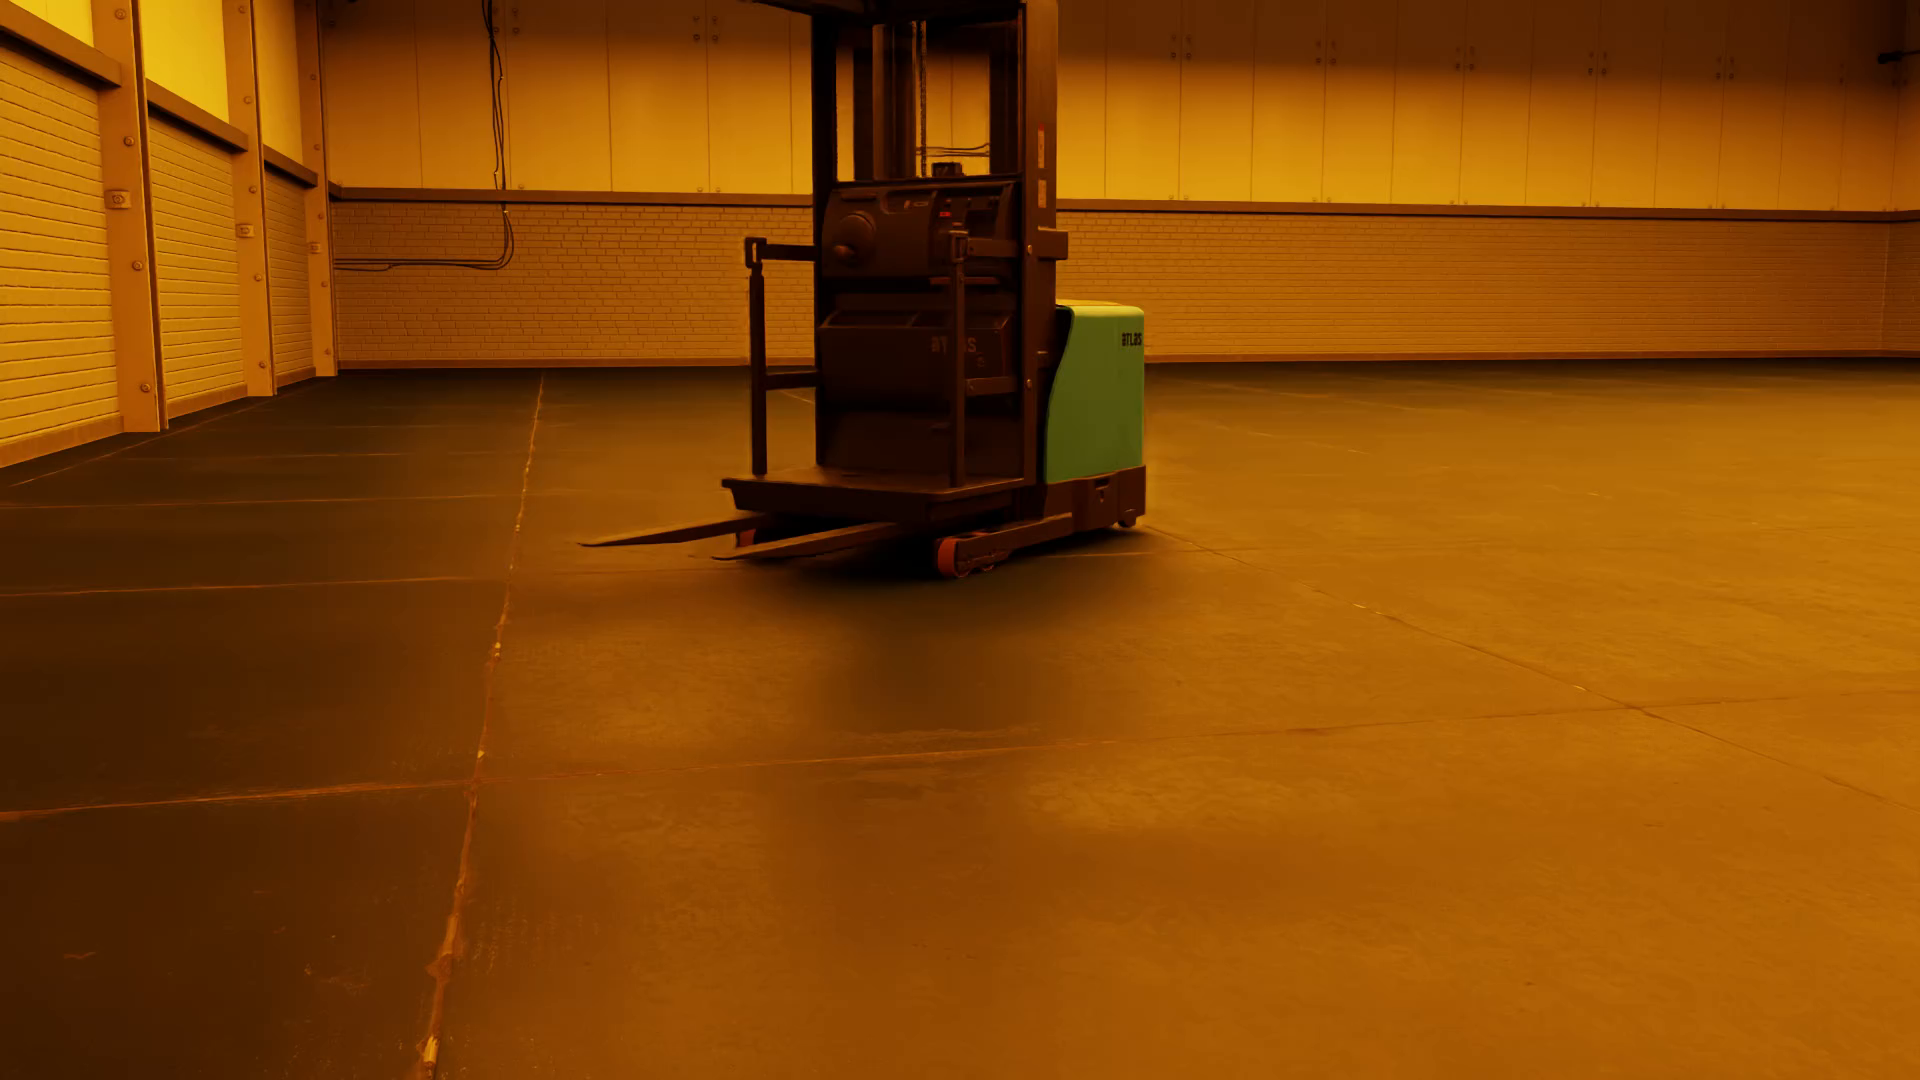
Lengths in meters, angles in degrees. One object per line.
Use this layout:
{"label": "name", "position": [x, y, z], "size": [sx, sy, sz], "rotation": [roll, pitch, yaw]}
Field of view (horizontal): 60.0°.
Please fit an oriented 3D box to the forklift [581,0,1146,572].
{"label": "forklift", "position": [-0.297, -1.371, 6.928], "size": [1.130, 2.935, 3.031], "rotation": [5, 9, 31]}
